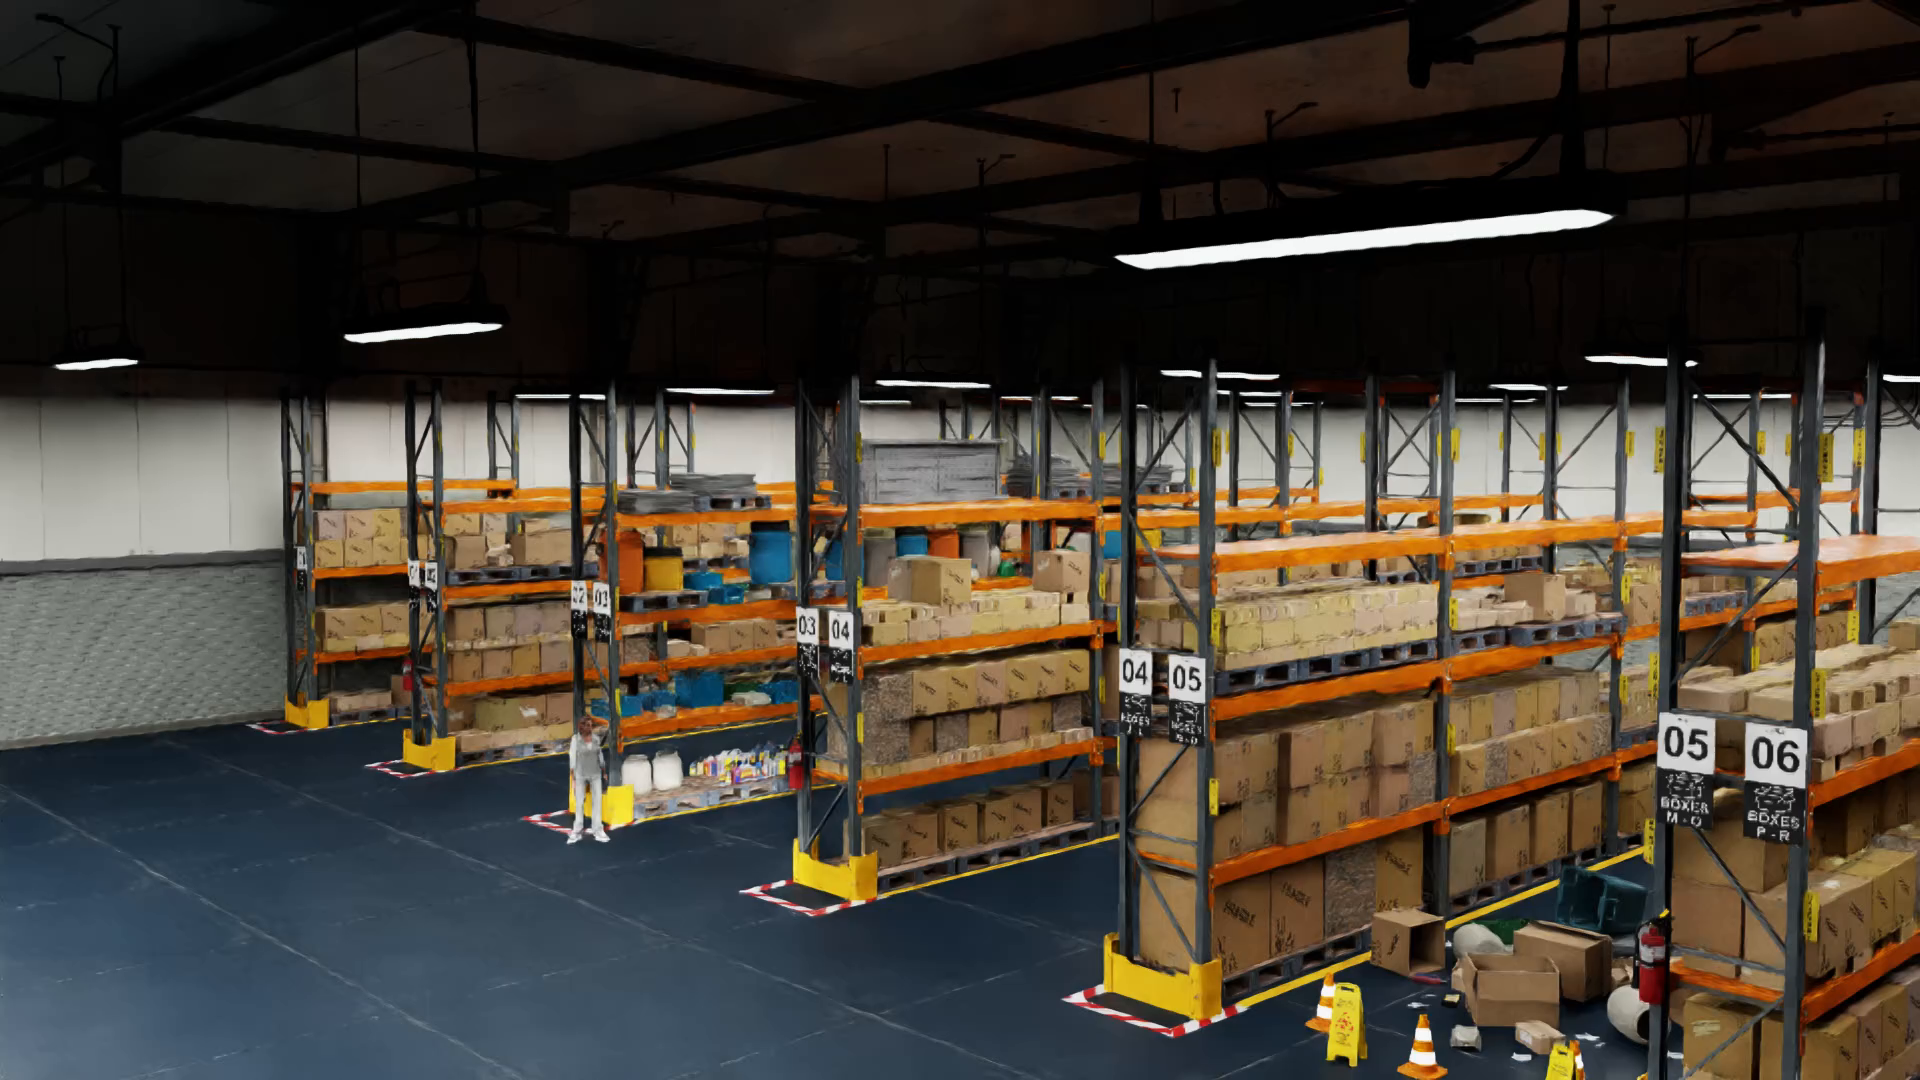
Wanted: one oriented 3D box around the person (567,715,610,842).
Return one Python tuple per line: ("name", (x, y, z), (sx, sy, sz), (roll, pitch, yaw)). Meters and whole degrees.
("person", (-4.717, 3.008, 20.995), (0.528, 1.603, 0.349), (-2, 4, -30))
